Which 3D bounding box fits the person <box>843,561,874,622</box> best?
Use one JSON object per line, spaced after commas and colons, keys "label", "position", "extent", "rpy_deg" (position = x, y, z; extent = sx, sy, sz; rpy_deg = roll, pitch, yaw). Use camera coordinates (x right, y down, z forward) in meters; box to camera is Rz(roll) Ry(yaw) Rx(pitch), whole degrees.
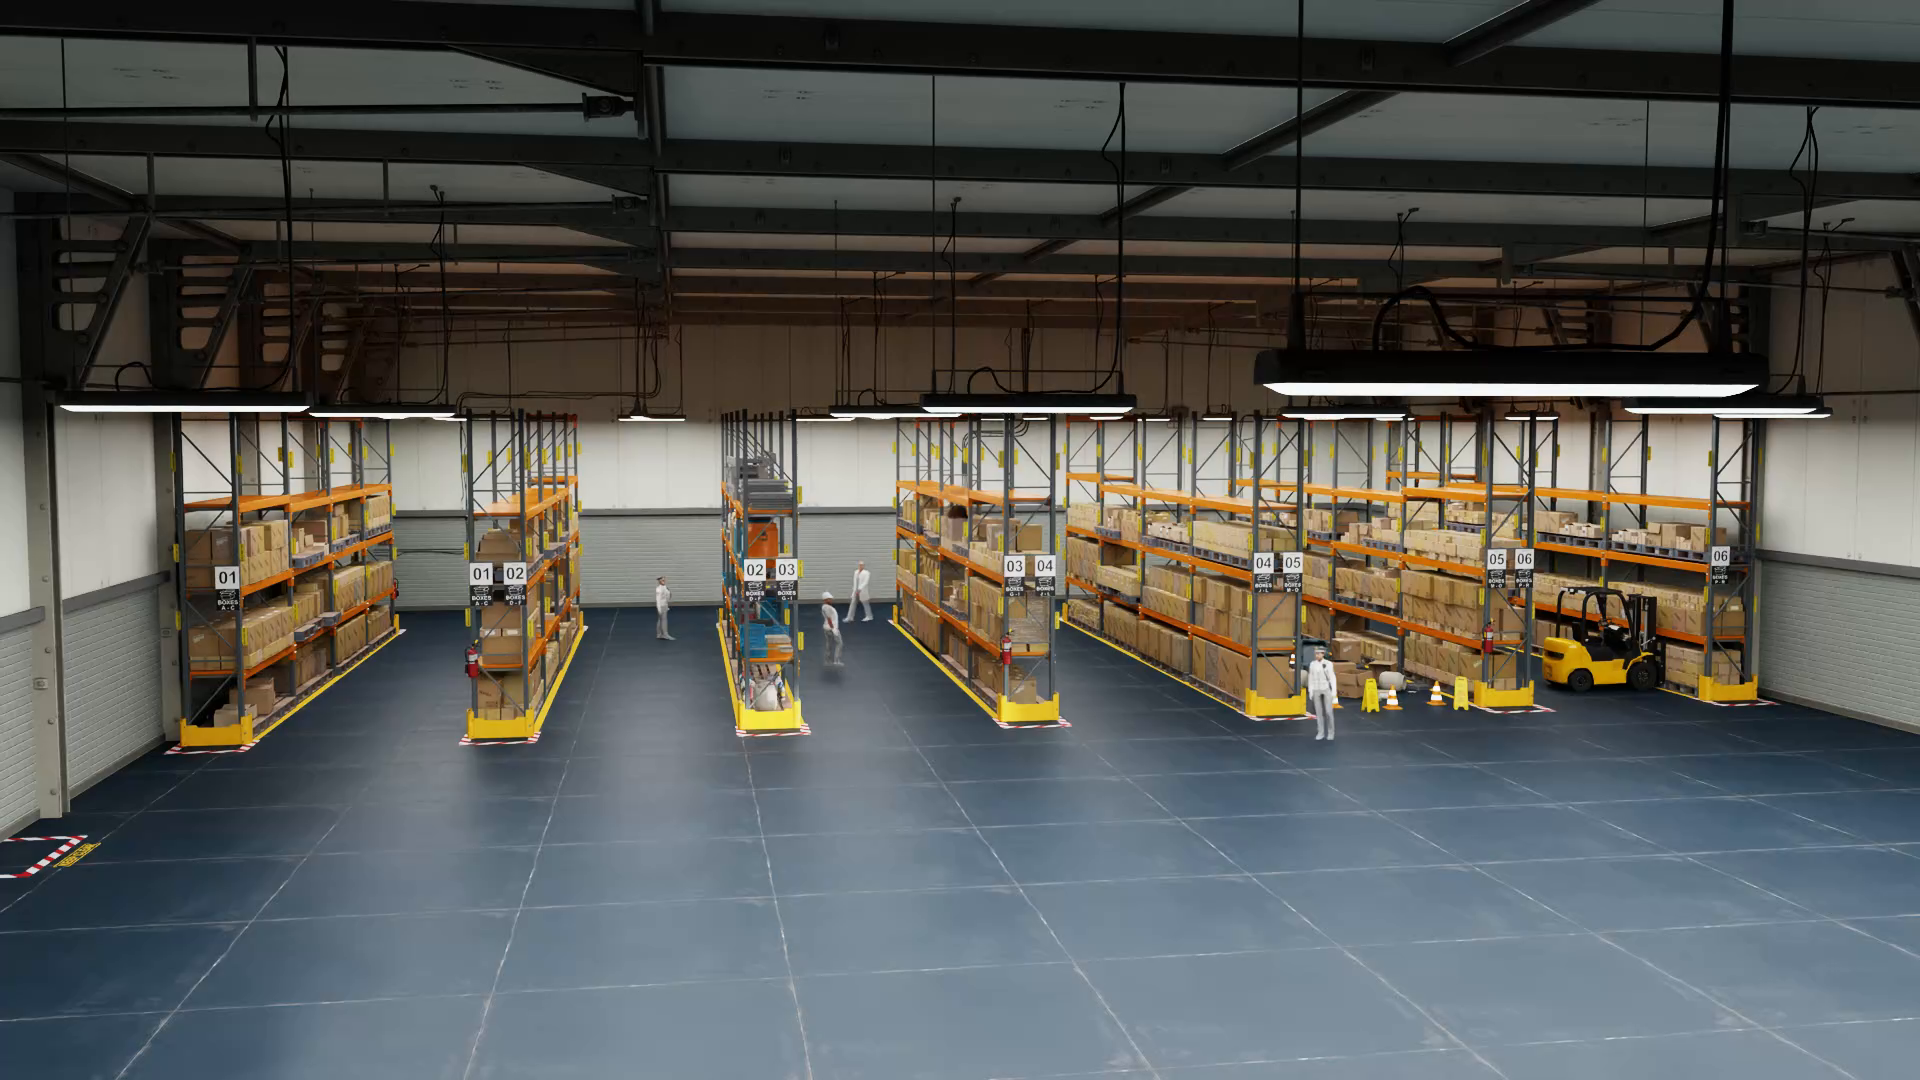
{"label": "person", "position": [-2.954, 1.486, 48.002], "extent": [1.010, 1.744, 0.705], "rpy_deg": [-3, 5, -39]}

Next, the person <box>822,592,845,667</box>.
{"label": "person", "position": [-2.976, 2.104, 38.878], "extent": [0.532, 1.766, 0.662], "rpy_deg": [-1, 4, -19]}

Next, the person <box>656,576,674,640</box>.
{"label": "person", "position": [-7.843, 1.789, 44.345], "extent": [0.528, 1.686, 0.499], "rpy_deg": [0, 4, 4]}

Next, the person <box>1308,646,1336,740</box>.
{"label": "person", "position": [6.578, 2.785, 30.280], "extent": [0.527, 1.710, 0.357], "rpy_deg": [2, 5, 31]}
